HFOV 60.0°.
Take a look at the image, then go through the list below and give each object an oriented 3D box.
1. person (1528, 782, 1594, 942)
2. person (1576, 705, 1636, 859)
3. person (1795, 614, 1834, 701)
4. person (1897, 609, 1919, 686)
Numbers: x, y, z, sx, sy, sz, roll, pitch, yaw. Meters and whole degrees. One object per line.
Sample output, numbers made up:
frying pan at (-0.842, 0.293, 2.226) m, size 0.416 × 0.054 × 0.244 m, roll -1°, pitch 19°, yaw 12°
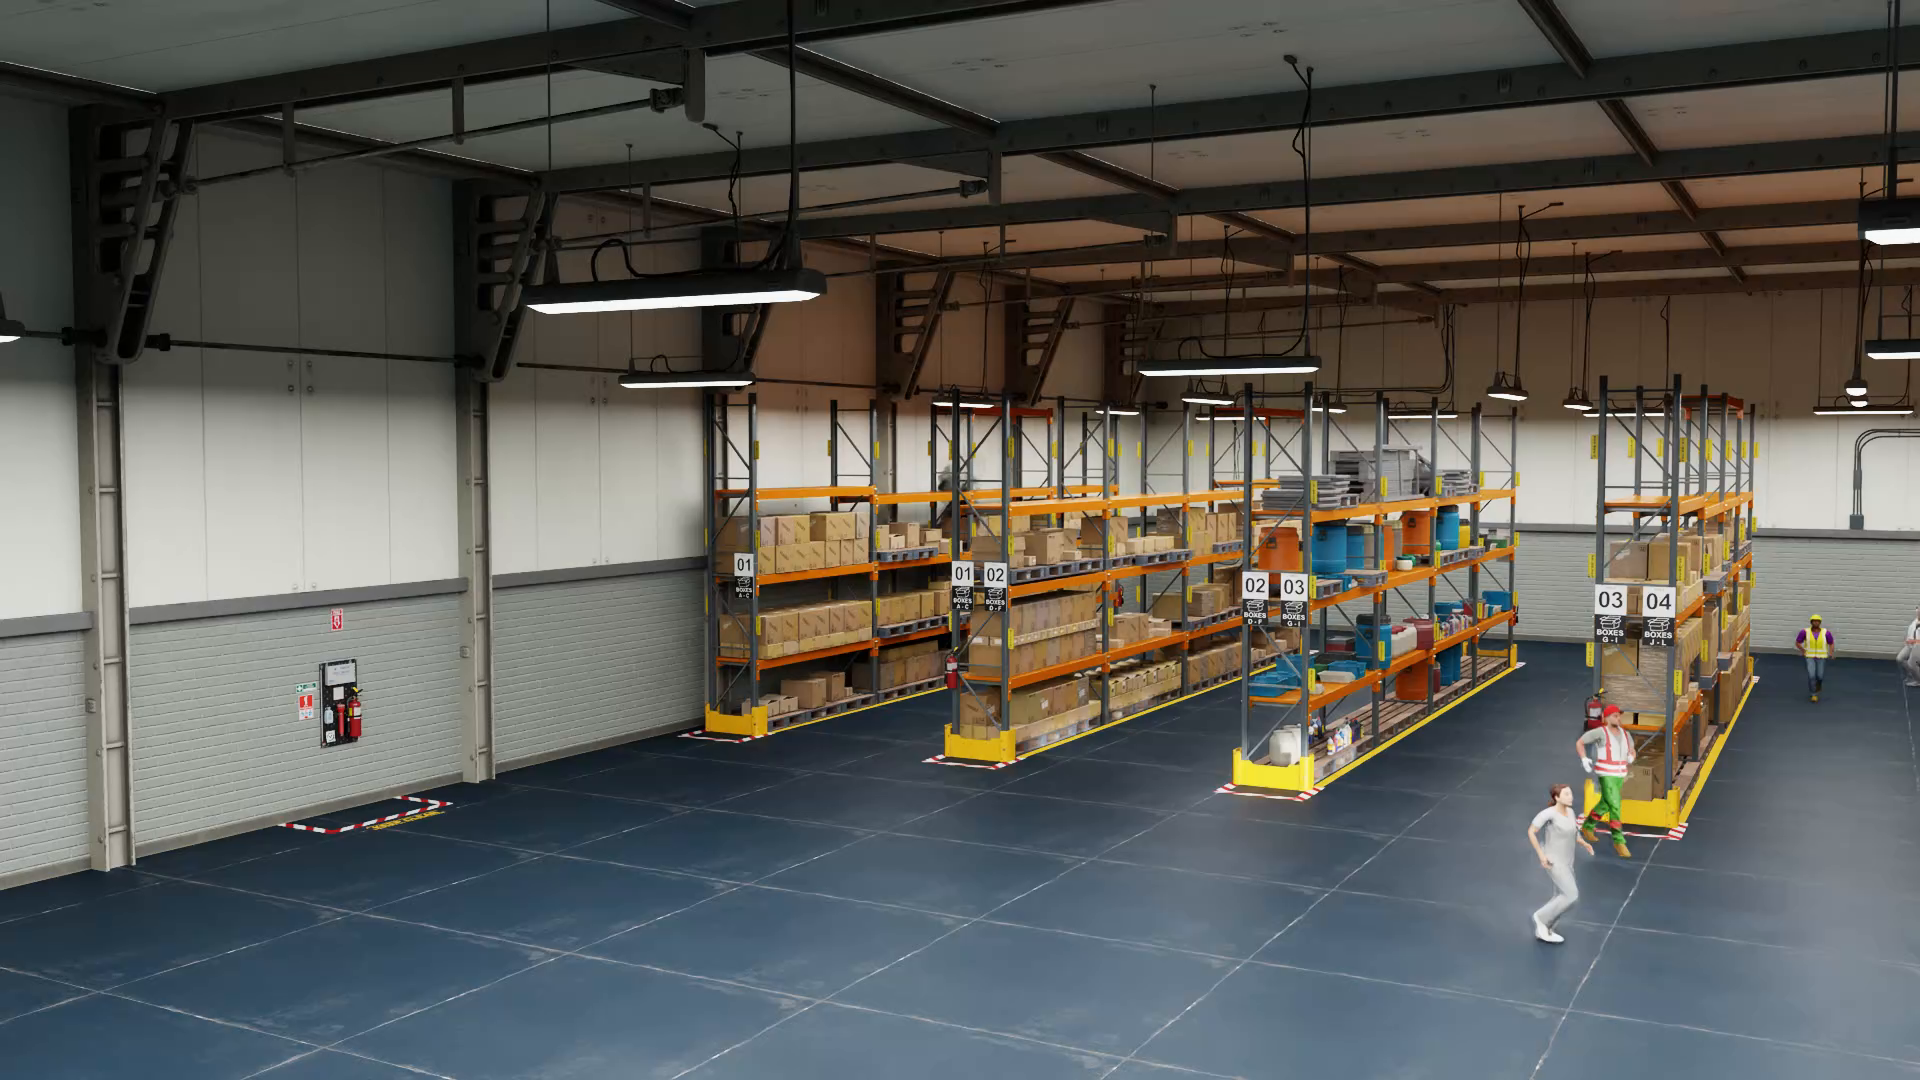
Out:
person at (6.098, 3.268, 16.819) m, size 0.573 × 1.638 × 0.562 m, roll -2°, pitch 4°, yaw -38°
person at (8.153, 2.977, 20.804) m, size 0.740 × 1.822 × 0.896 m, roll -2°, pitch 3°, yaw -27°
person at (17.119, 2.349, 33.320) m, size 0.692 × 1.726 × 0.600 m, roll 1°, pitch 3°, yaw 23°
person at (20.203, 2.245, 35.164) m, size 0.534 × 1.724 × 0.718 m, roll 0°, pitch 3°, yaw 2°
